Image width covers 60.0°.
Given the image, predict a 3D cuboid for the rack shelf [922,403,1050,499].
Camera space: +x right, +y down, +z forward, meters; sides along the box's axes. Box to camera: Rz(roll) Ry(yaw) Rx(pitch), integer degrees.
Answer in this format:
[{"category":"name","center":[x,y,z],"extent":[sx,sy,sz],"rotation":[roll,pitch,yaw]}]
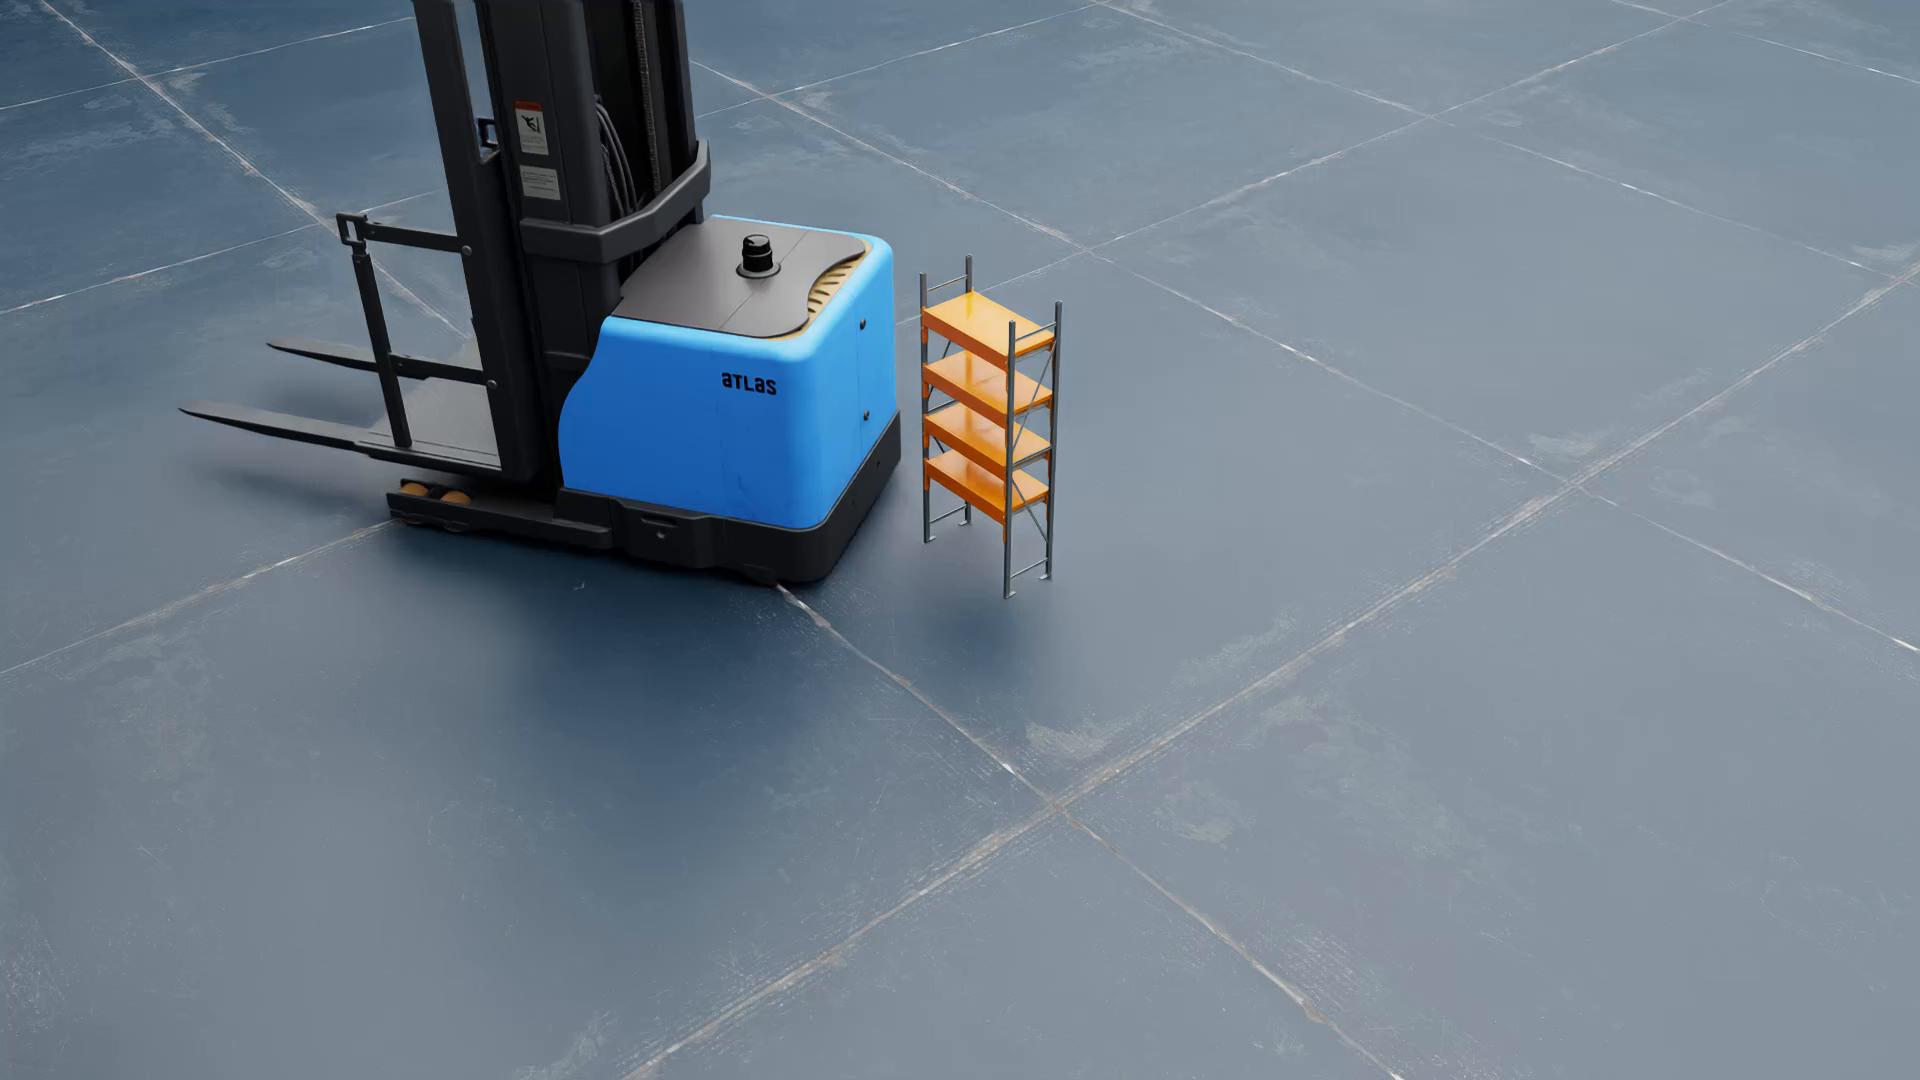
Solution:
[{"category":"rack shelf","center":[0.107,-0.362,6.339],"extent":[0.258,0.148,0.480],"rotation":[-26,43,-32]}]

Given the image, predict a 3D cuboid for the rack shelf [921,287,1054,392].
[{"category":"rack shelf","center":[0.107,-0.737,6.073],"extent":[0.258,0.148,0.480],"rotation":[-26,43,-32]}]

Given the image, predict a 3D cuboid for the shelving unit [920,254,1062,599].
[{"category":"shelving unit","center":[0.107,-0.417,6.300],"extent":[0.258,1.200,0.503],"rotation":[-26,43,-32]}]

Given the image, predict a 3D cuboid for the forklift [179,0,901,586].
[{"category":"forklift","center":[-1.828,-1.508,6.343],"extent":[3.031,2.935,1.130],"rotation":[10,37,14]}]

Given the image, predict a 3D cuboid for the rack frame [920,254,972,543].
[{"category":"rack frame","center":[-0.051,-0.524,6.452],"extent":[0.240,1.200,0.015],"rotation":[-26,43,-32]}]

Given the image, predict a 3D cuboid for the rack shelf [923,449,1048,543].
[{"category":"rack shelf","center":[0.107,-0.200,6.454],"extent":[0.258,0.148,0.480],"rotation":[-26,43,-32]}]

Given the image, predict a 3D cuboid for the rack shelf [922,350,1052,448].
[{"category":"rack shelf","center":[0.107,-0.544,6.210],"extent":[0.258,0.148,0.480],"rotation":[-26,43,-32]}]

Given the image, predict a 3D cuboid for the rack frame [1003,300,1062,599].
[{"category":"rack frame","center":[0.264,-0.309,6.148],"extent":[0.240,1.200,0.015],"rotation":[-26,43,-32]}]
